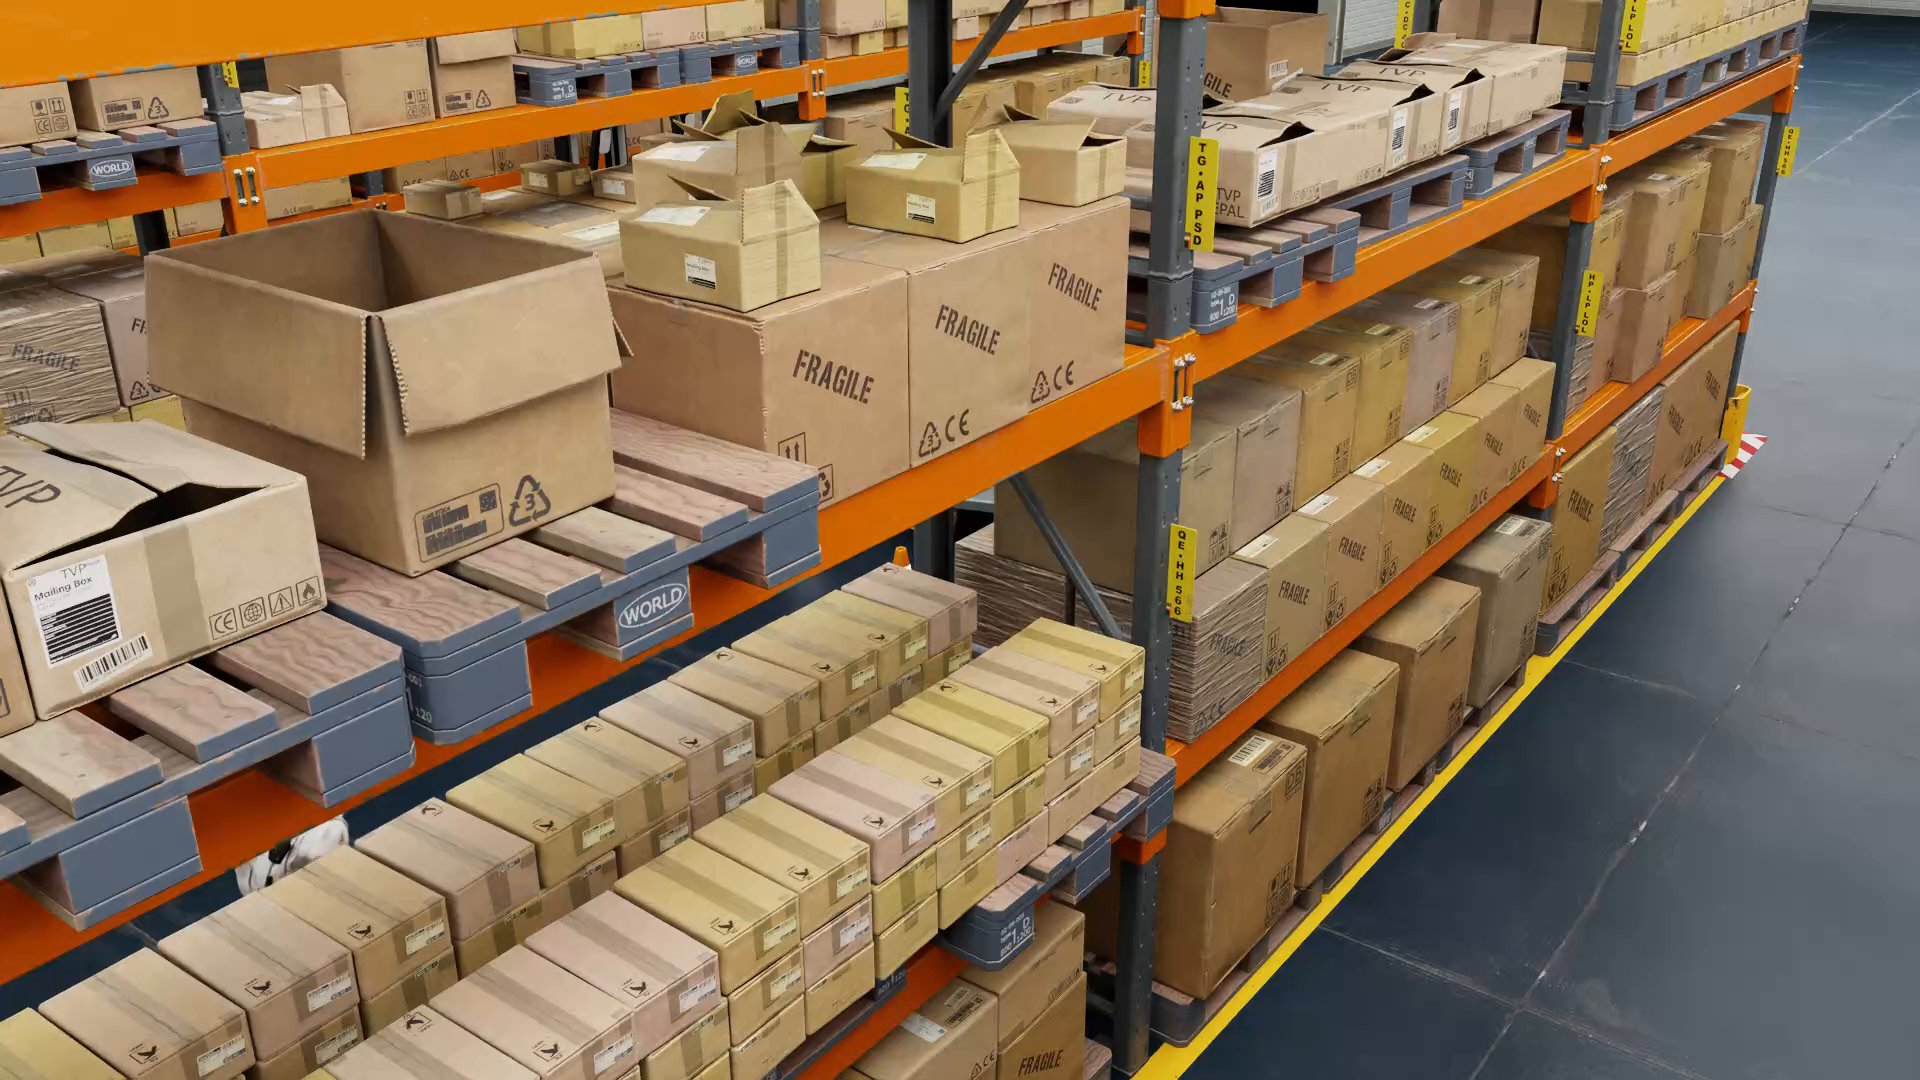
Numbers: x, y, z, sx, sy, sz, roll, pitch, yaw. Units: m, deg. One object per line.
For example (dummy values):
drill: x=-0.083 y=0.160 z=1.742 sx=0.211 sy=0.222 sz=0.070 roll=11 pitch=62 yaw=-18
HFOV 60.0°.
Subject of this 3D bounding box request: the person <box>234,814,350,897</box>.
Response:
person: x=-2.145 y=1.315 z=5.525 sx=0.486 sy=1.674 sz=0.609 roll=19 pitch=30 yaw=37
